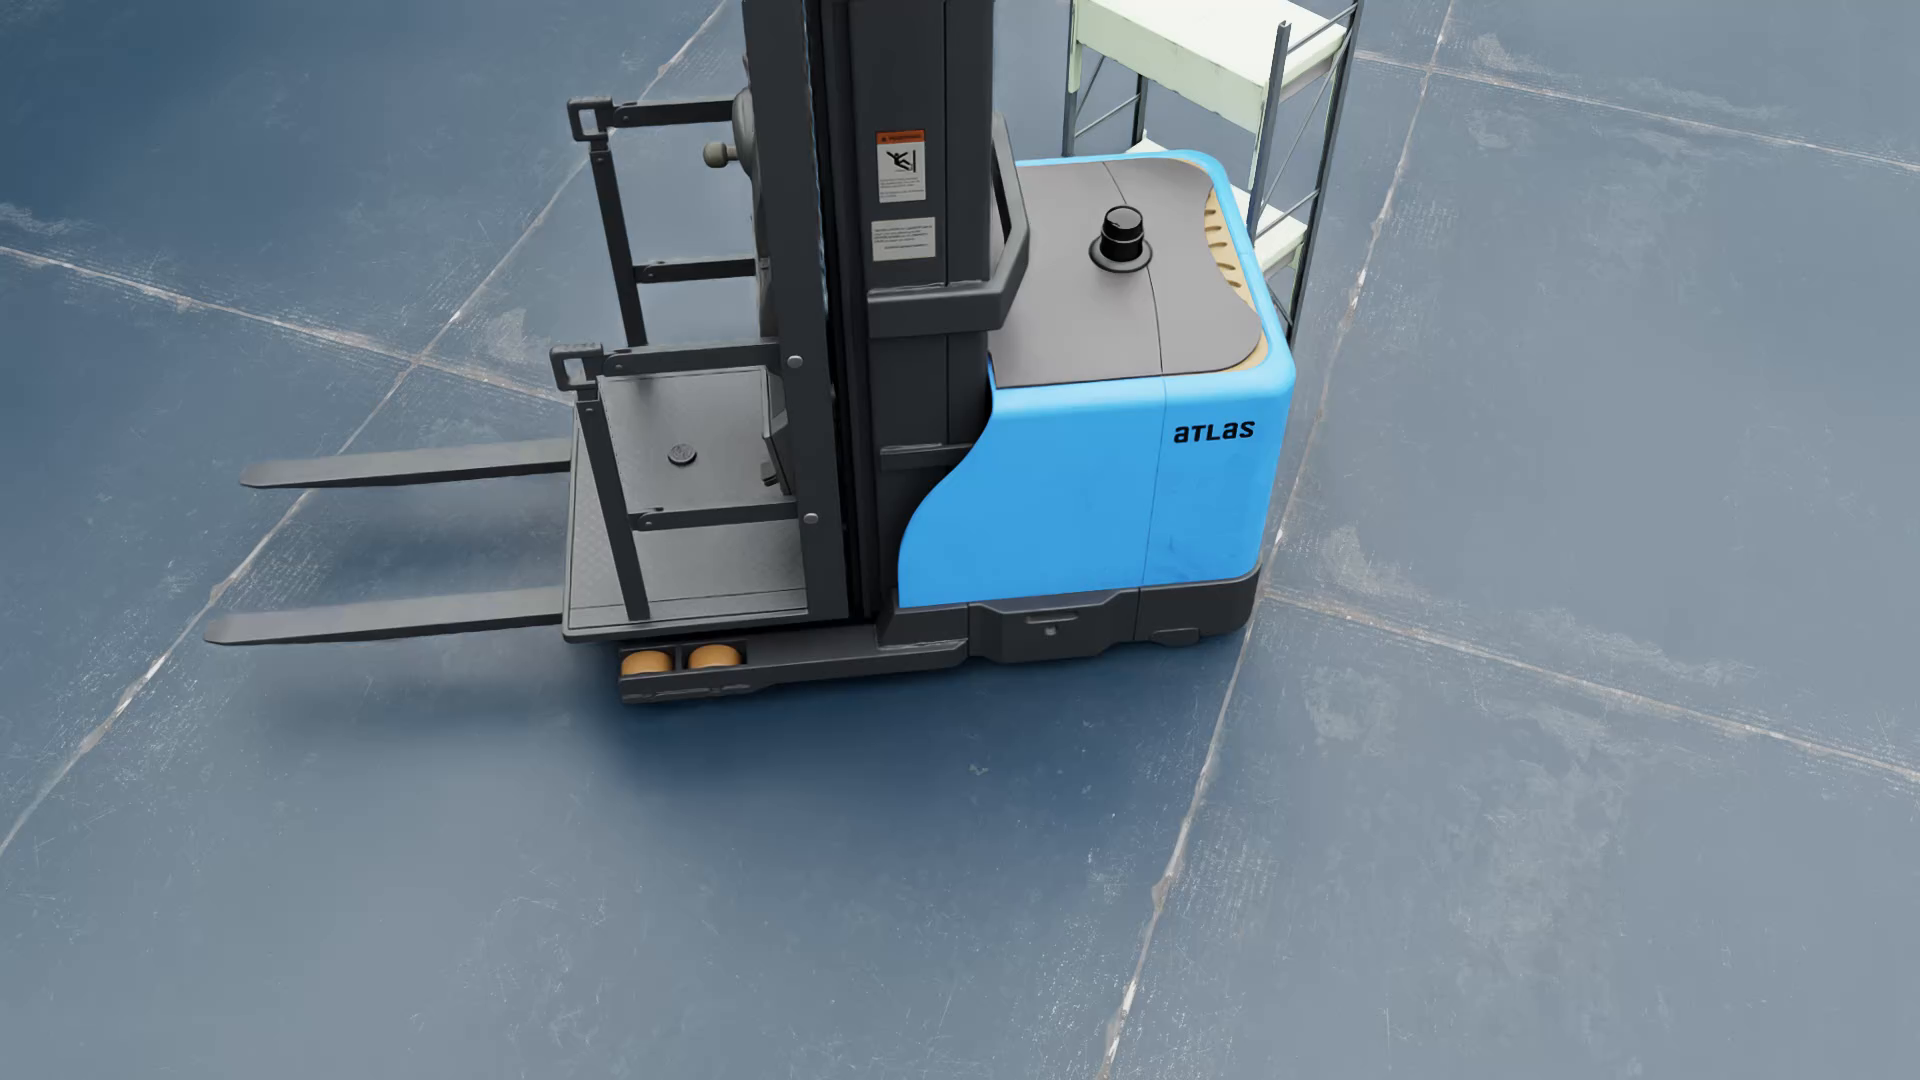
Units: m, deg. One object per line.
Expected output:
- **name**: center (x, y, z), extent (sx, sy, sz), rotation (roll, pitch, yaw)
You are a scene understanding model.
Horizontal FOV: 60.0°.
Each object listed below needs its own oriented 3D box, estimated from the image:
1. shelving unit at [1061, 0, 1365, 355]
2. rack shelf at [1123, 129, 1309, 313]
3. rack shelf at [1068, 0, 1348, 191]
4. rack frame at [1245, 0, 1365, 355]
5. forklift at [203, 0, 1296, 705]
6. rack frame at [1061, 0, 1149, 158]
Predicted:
- **shelving unit**: center (0.739, -1.189, 5.288), extent (0.755, 1.500, 0.431), rotation (36, 58, 27)
- **rack shelf**: center (0.739, -0.976, 5.534), extent (0.720, 0.370, 0.431), rotation (36, 58, 27)
- **rack shelf**: center (0.739, -1.445, 4.993), extent (0.720, 0.370, 0.431), rotation (36, 58, 27)
- **rack frame**: center (1.001, -0.996, 5.121), extent (0.023, 1.500, 0.400), rotation (36, 58, 27)
- **forklift**: center (-0.678, -0.910, 4.099), extent (3.031, 2.935, 1.130), rotation (-5, 49, -4)
- **rack frame**: center (0.477, -1.382, 5.455), extent (0.023, 1.500, 0.400), rotation (36, 58, 27)
